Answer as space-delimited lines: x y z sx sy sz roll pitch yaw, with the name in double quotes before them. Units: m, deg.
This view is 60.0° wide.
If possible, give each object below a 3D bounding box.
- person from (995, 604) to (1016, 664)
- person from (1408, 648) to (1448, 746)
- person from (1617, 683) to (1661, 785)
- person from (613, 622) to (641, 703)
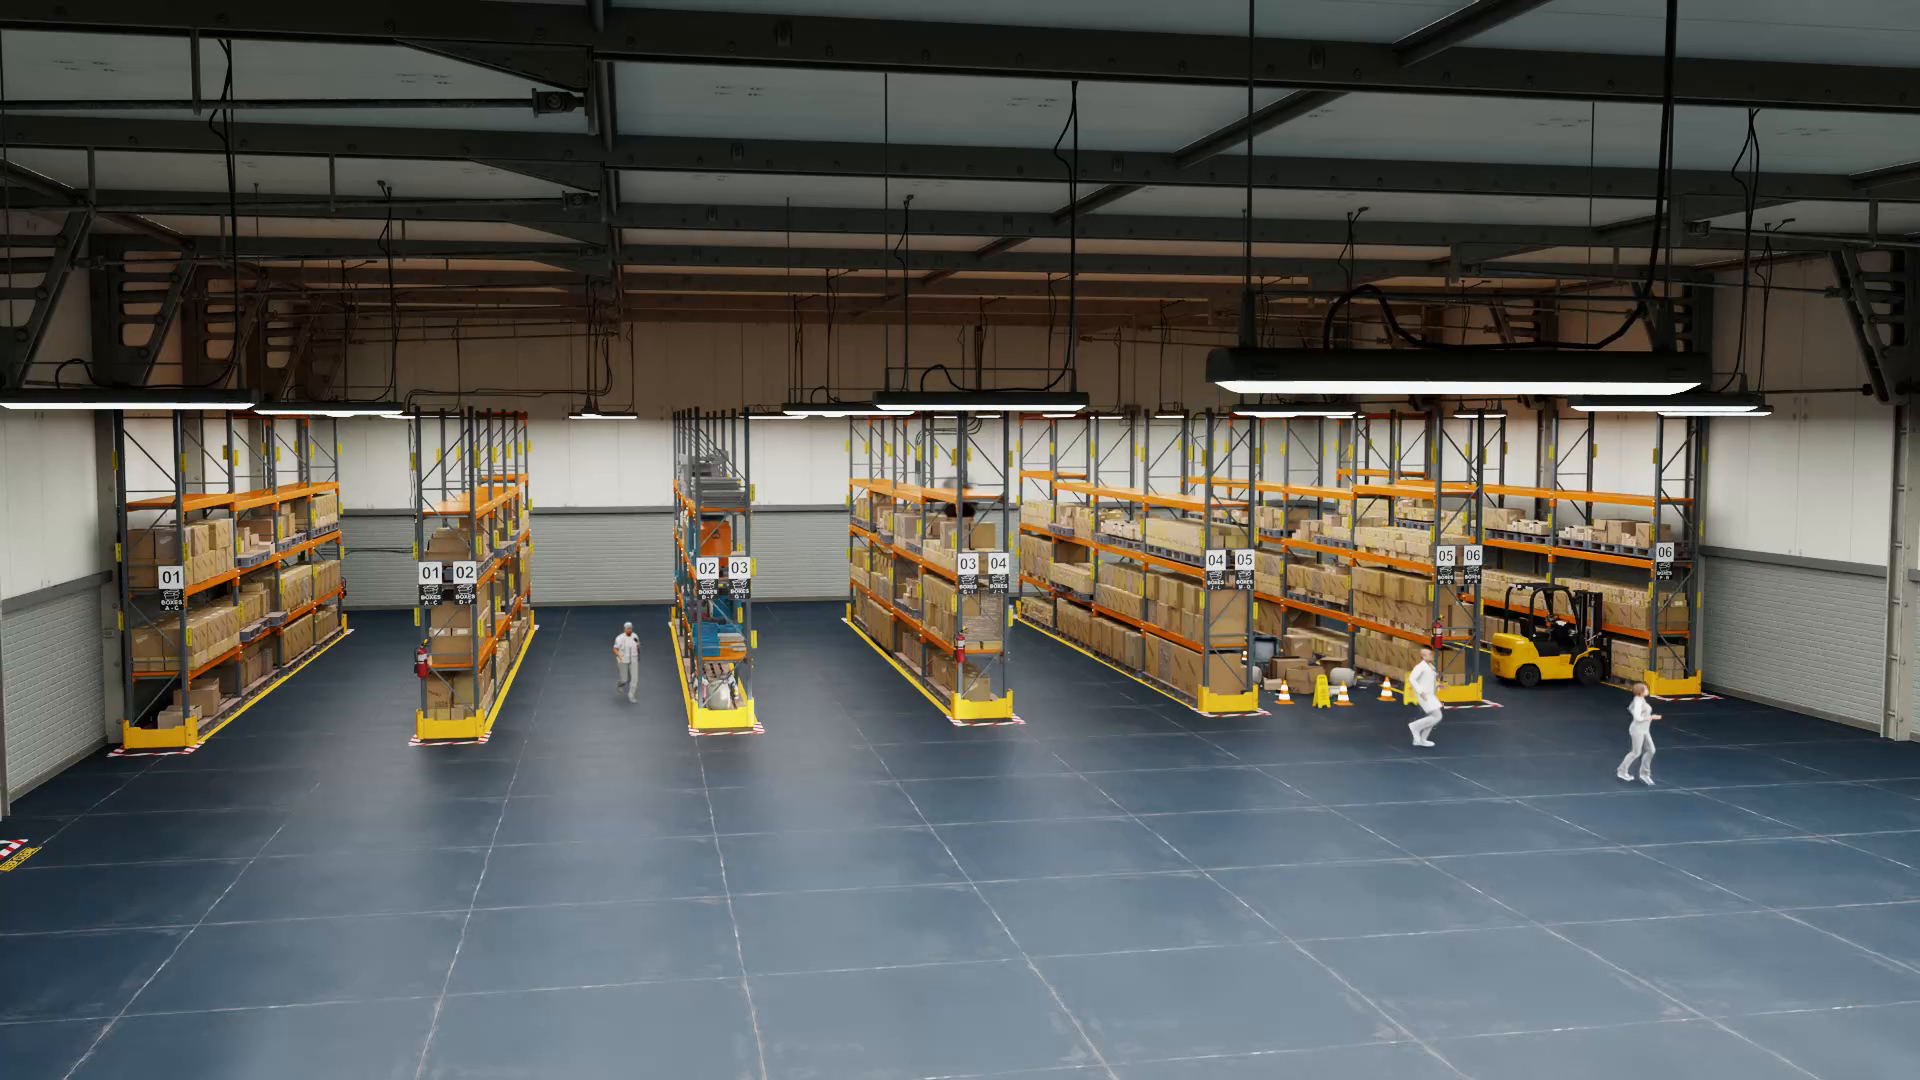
"person" 1.020 2.076 39.123 0.691 1.723 0.586 -2 4 -21
"person" 8.248 2.772 29.252 0.627 1.729 0.700 2 5 31
"person" 10.732 3.077 26.268 0.636 1.632 0.524 3 5 33
"person" -6.834 2.493 34.163 0.597 1.625 0.754 -2 5 -27
